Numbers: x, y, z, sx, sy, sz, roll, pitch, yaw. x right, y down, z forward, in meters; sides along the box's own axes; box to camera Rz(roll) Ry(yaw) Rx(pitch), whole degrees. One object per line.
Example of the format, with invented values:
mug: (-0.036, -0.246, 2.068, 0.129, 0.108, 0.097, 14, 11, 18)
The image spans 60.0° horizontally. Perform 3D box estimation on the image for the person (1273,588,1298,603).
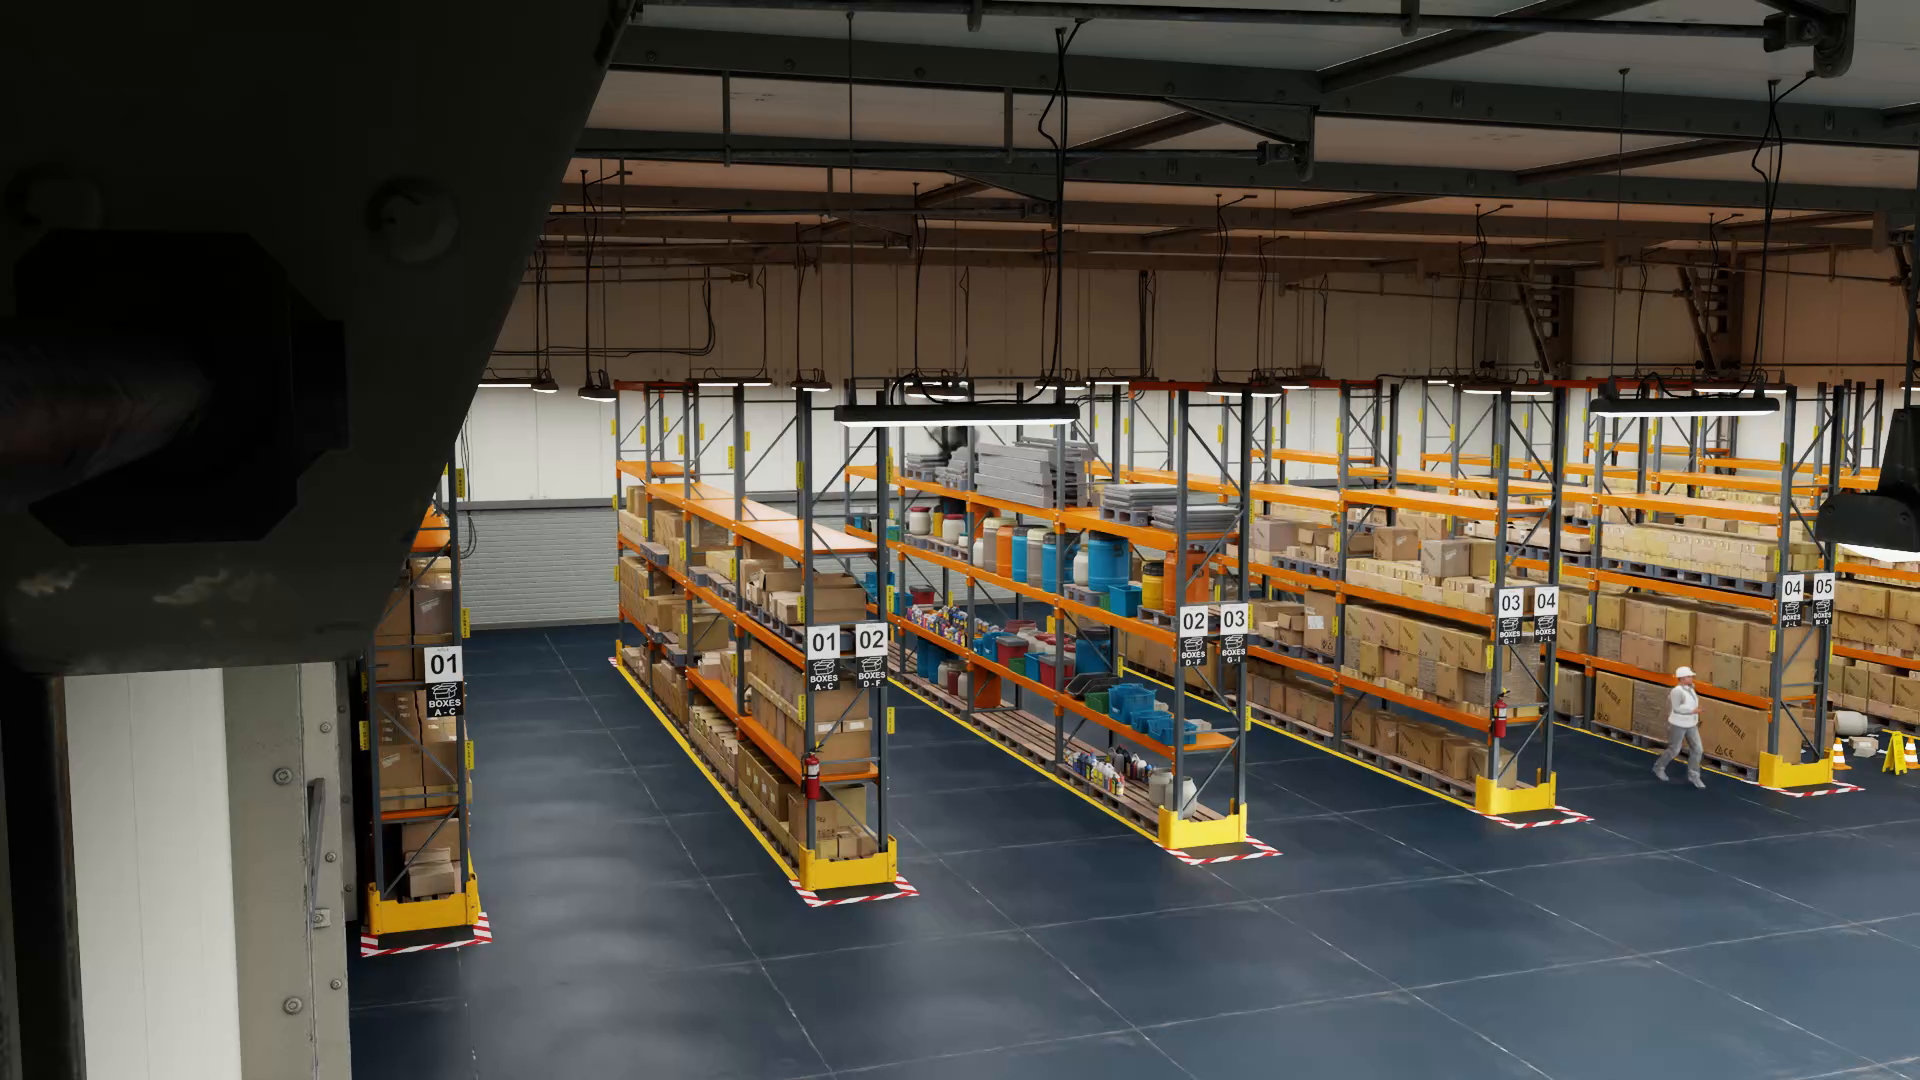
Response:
person: (8.213, 1.035, 41.906, 0.765, 1.845, 0.644, -1, 6, -12)

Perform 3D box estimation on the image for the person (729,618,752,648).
person: (-4.548, 1.771, 34.635, 0.655, 1.794, 0.937, -3, 7, -22)

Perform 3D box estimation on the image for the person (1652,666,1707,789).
person: (10.844, 2.806, 24.996, 0.650, 1.837, 0.819, -4, 7, -34)
